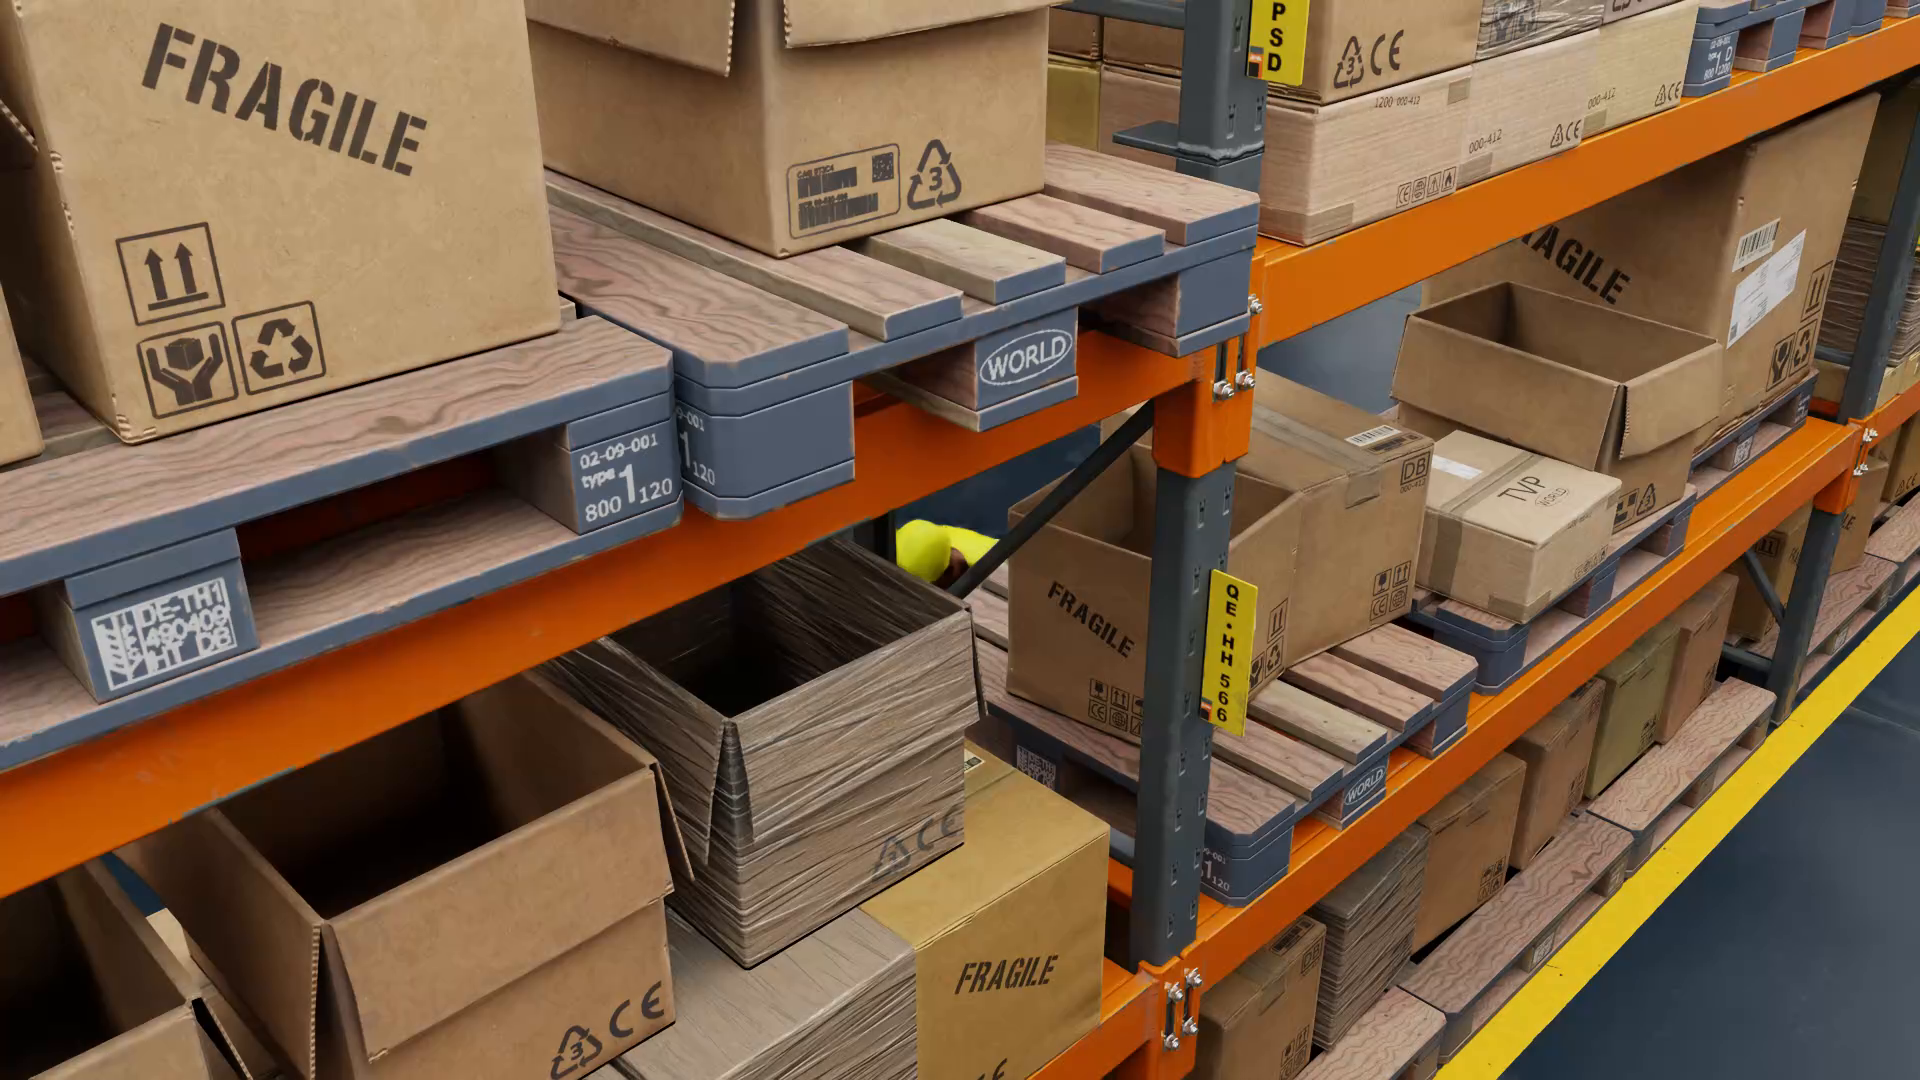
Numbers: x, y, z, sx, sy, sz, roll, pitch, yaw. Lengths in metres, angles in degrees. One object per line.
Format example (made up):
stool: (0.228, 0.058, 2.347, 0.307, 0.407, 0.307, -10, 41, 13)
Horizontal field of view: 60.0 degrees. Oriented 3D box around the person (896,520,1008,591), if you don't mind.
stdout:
person: (0.053, 0.432, 5.754, 0.630, 1.317, 0.802, 23, 35, 37)
